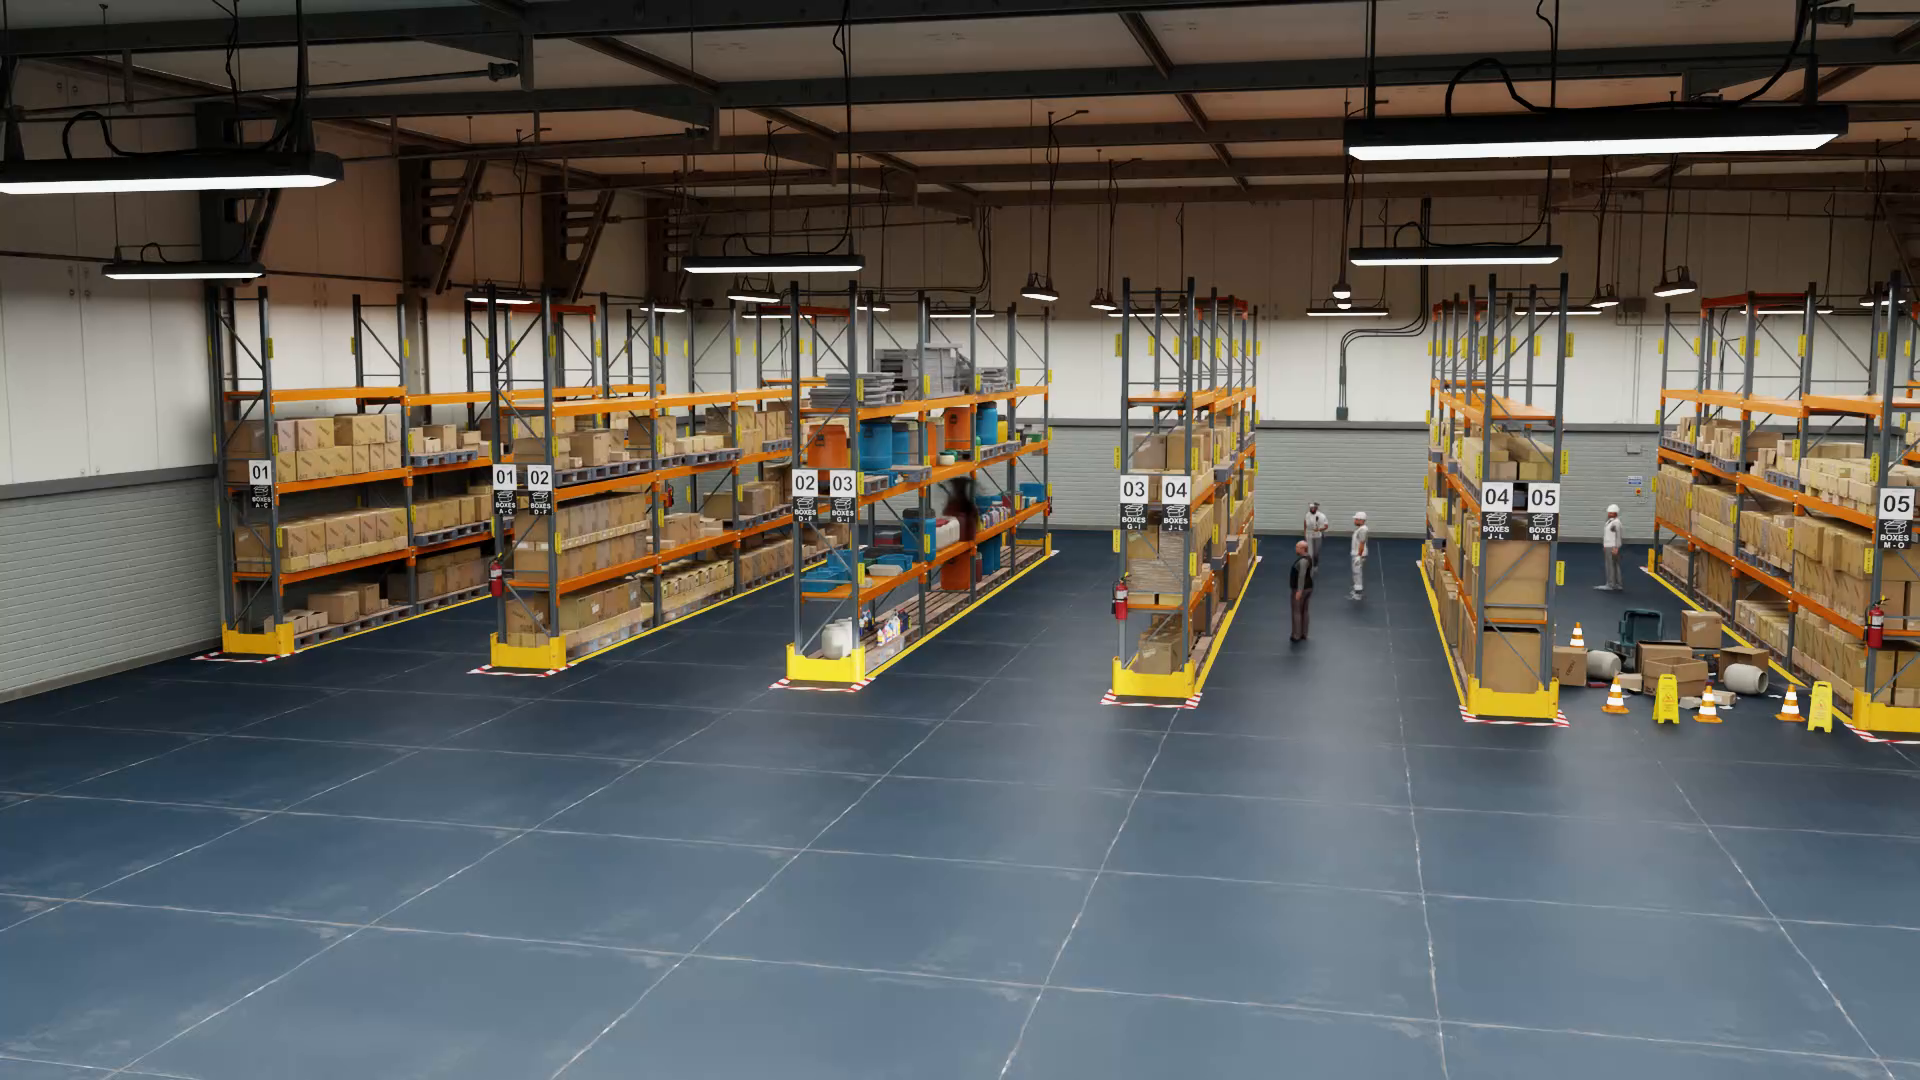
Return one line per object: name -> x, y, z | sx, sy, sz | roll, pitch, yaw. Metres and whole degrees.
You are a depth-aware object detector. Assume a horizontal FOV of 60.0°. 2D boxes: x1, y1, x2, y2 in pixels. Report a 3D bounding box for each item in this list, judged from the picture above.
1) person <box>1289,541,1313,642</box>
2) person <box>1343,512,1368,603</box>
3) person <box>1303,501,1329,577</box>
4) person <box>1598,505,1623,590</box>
person -> 5.842, 0.871, 28.567 | 0.439, 1.731, 0.529 | 5, 8, 37
person -> 7.840, 0.329, 32.961 | 0.514, 1.798, 0.564 | 3, 7, 22
person -> 7.819, -0.044, 36.555 | 0.550, 1.632, 1.006 | 1, 7, 12
person -> 13.618, 0.147, 34.698 | 0.442, 1.776, 0.557 | 4, 8, 30
